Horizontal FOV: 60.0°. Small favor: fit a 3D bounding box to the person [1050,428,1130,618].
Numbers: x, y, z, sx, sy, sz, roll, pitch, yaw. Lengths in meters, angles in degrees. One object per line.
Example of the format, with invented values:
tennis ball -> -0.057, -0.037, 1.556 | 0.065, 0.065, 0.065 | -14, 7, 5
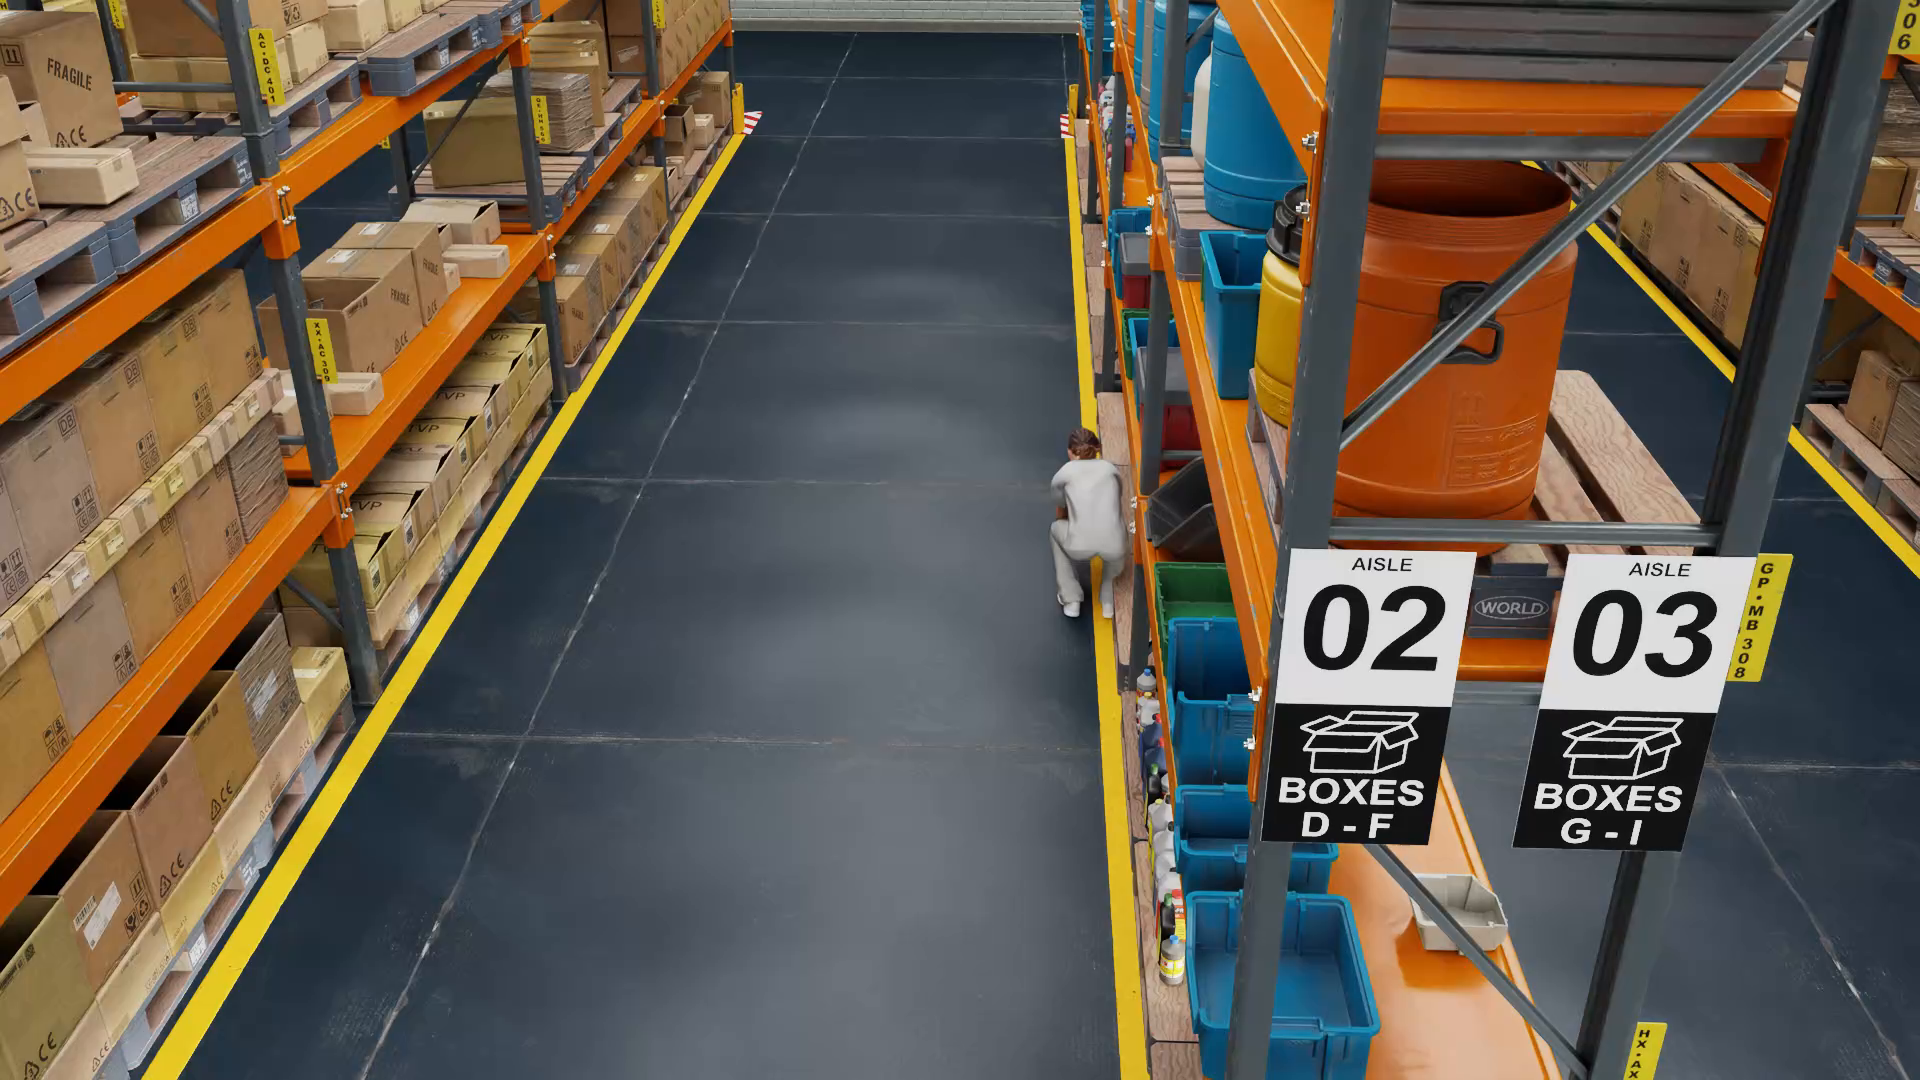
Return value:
person -> 0.752, -0.094, 9.586 | 0.458, 0.942, 0.829 | 0, 28, 1
